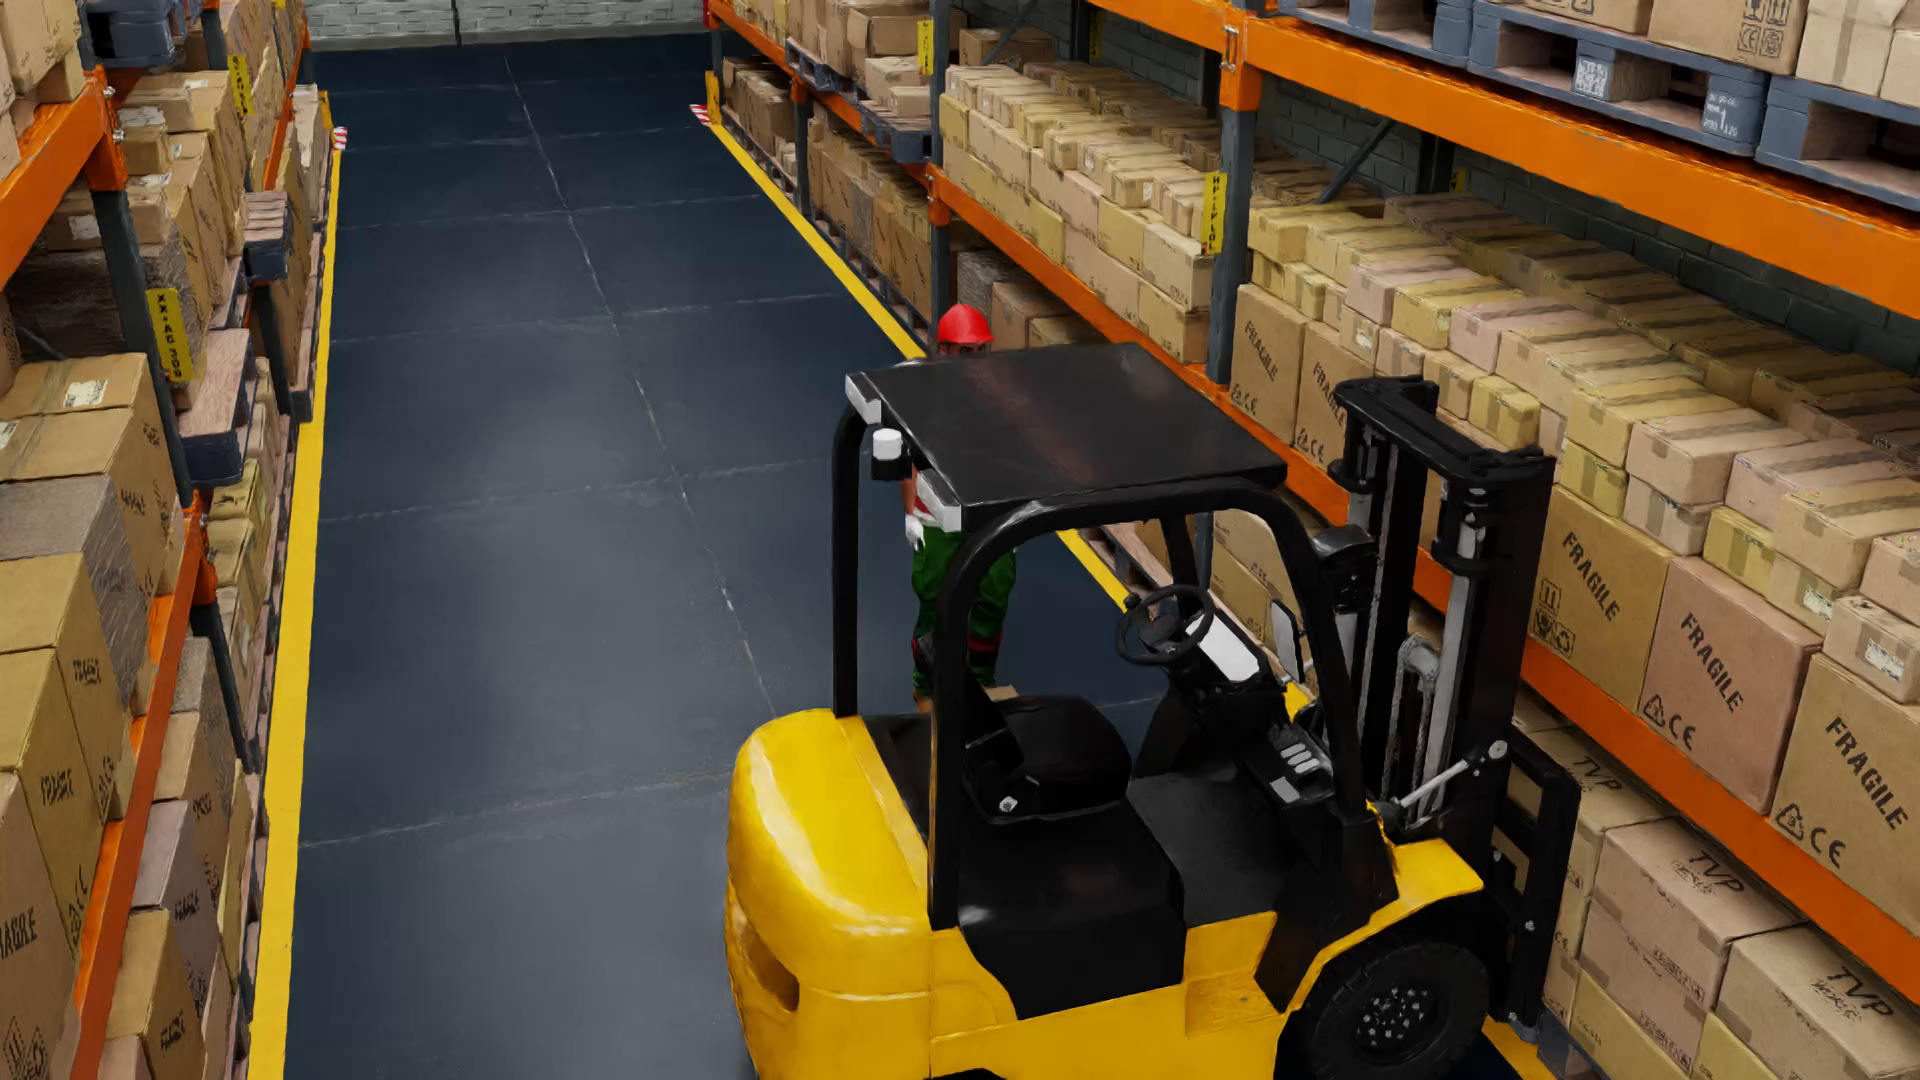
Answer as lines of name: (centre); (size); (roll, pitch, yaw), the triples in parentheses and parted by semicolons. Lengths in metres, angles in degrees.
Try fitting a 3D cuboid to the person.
person: (0.016, -0.096, 6.800); (0.525, 1.791, 0.341); (-7, 27, -15)
